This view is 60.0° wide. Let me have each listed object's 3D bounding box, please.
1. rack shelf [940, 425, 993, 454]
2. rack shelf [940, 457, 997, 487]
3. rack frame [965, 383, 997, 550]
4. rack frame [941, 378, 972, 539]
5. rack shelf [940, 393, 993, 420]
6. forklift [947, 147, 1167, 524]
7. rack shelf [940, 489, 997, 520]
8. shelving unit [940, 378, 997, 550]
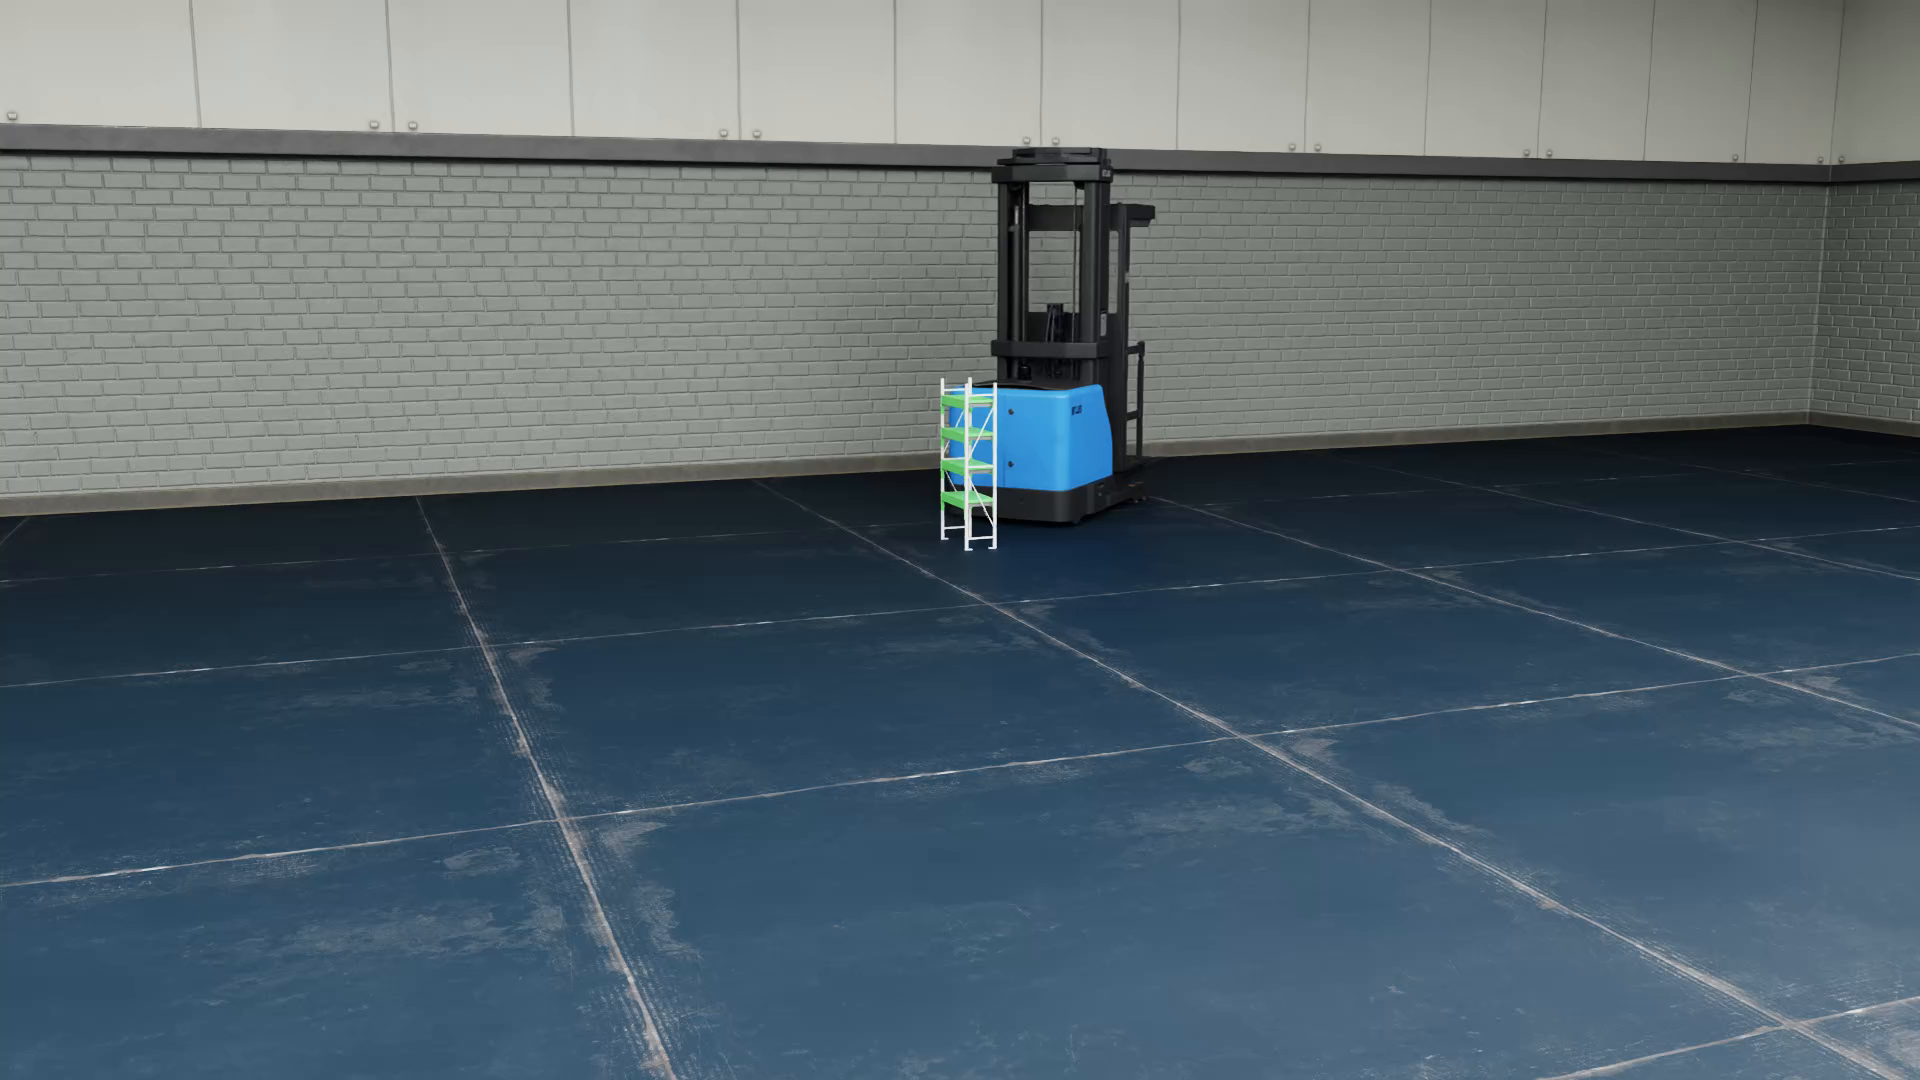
[{"bbox_3d":[0.060,-0.737,12.132,0.258,0.148,0.480,-4,11,-21],"label":"rack shelf"},{"bbox_3d":[0.060,-0.501,12.174,0.258,0.148,0.480,-4,11,-21],"label":"rack shelf"},{"bbox_3d":[0.148,-0.524,11.939,0.240,1.200,0.015,-4,11,-21],"label":"rack frame"},{"bbox_3d":[-0.028,-0.604,12.387,0.240,1.200,0.015,-4,11,-21],"label":"rack frame"},{"bbox_3d":[0.060,-0.973,12.090,0.258,0.148,0.480,-4,11,-21],"label":"rack shelf"},{"bbox_3d":[0.979,-1.781,14.064,1.130,2.935,3.031,5,11,25],"label":"forklift"},{"bbox_3d":[0.060,-0.265,12.216,0.258,0.148,0.480,-4,11,-21],"label":"rack shelf"},{"bbox_3d":[0.060,-0.564,12.163,0.258,1.200,0.503,-4,11,-21],"label":"shelving unit"}]
